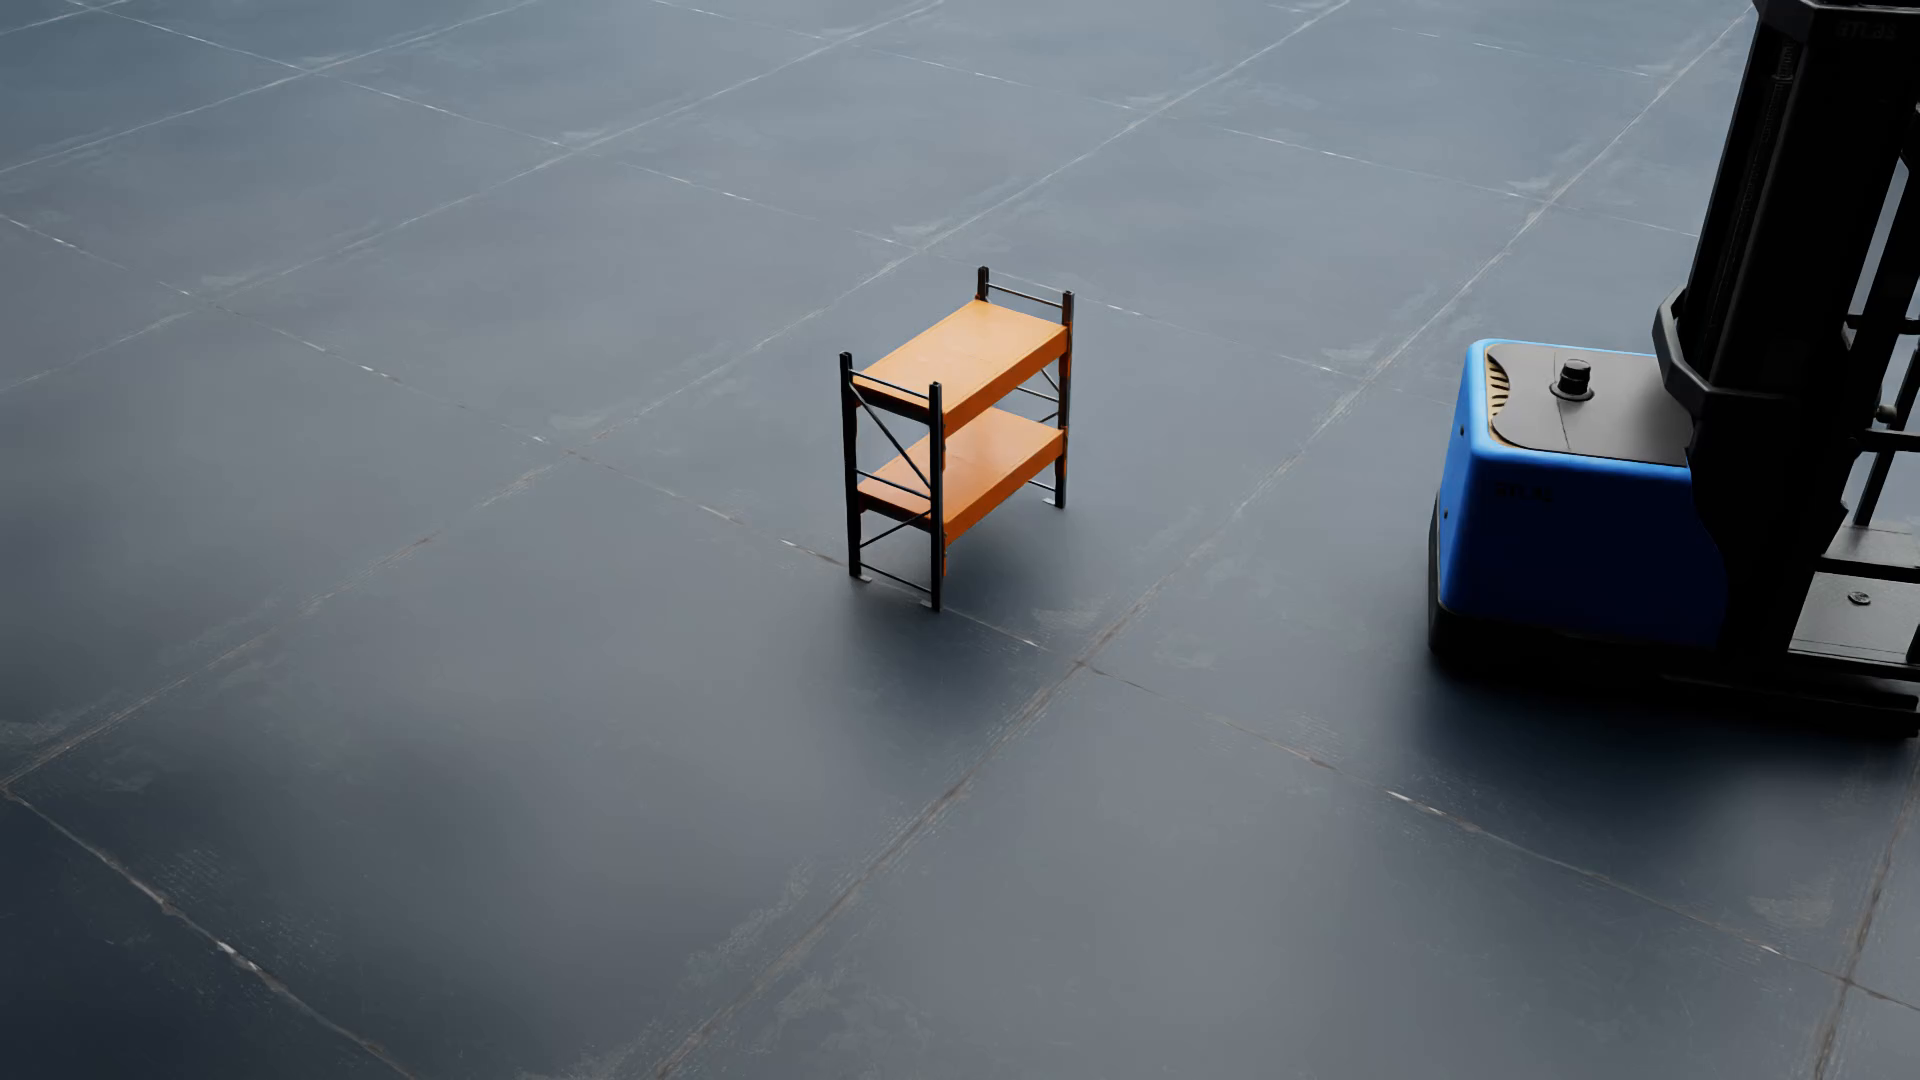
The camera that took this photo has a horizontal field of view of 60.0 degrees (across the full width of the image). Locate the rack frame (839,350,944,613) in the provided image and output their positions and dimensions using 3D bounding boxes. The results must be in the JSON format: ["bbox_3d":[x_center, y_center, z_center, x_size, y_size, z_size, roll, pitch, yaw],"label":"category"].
[{"bbox_3d":[-0.286,-0.235,7.094,0.500,1.125,0.032,21,39,28],"label":"rack frame"}]

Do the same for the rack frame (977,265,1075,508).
[{"bbox_3d":[0.294,-0.703,7.785,0.500,1.125,0.032,21,39,28],"label":"rack frame"}]

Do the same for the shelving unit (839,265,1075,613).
[{"bbox_3d":[0.004,-0.469,7.439,0.538,1.125,1.048,21,39,28],"label":"shelving unit"}]

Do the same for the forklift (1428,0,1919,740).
[{"bbox_3d":[3.535,-0.751,6.244,3.031,2.935,1.130,7,35,11],"label":"forklift"}]

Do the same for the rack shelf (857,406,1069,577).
[{"bbox_3d":[0.004,-0.267,7.576,0.538,0.278,1.000,21,39,28],"label":"rack shelf"}]

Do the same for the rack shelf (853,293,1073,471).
[{"bbox_3d":[0.004,-0.712,7.276,0.538,0.278,1.000,21,39,28],"label":"rack shelf"}]
